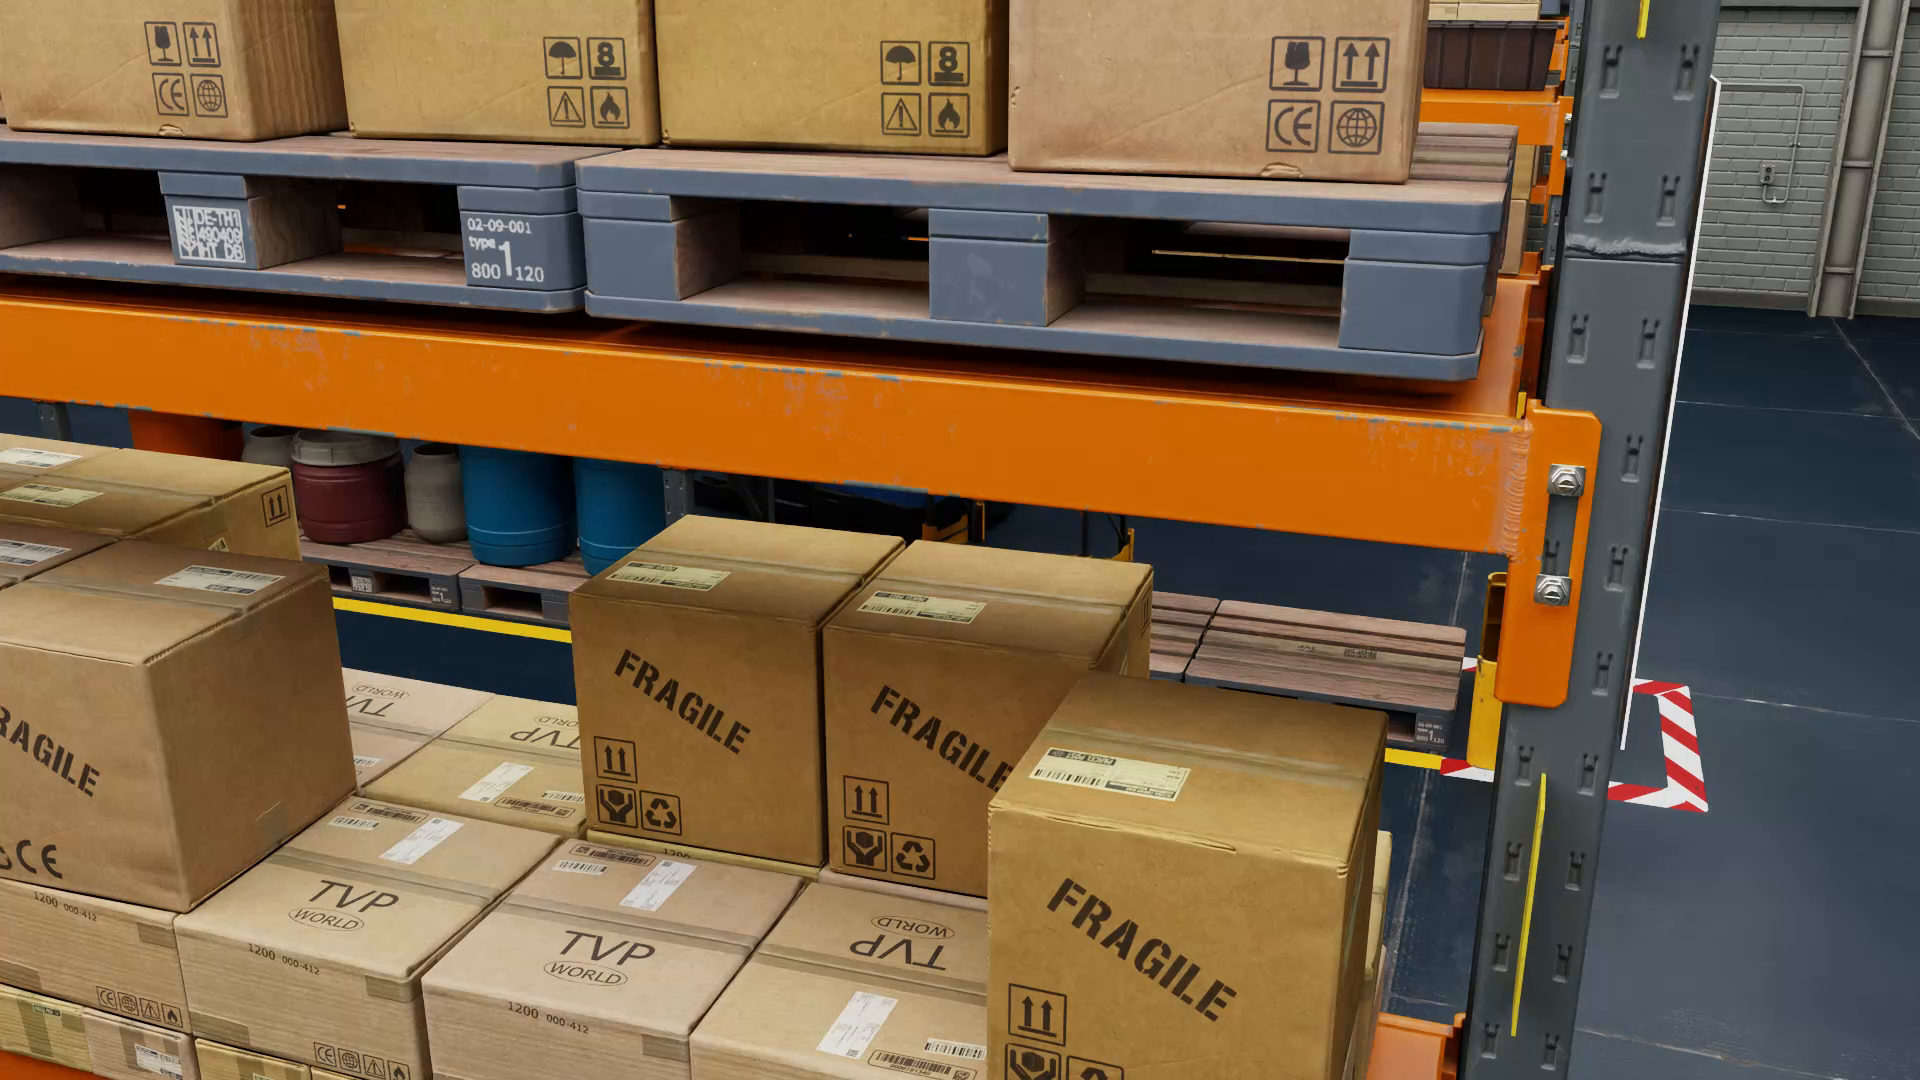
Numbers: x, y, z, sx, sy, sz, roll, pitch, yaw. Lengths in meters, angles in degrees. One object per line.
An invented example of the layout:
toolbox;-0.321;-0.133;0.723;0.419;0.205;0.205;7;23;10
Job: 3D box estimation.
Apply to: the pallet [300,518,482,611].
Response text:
pallet;-3.120;0.067;9.564;1.213;0.211;1.003;7;20;18

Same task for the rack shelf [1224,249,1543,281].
rack shelf;2.269;-2.007;12.368;4.000;0.370;1.077;7;20;18

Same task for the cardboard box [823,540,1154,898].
cardboard box;0.067;0.336;3.192;0.500;0.500;0.500;6;20;17

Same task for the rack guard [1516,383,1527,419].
rack guard;4.087;-0.958;12.065;0.348;0.500;1.175;7;20;18

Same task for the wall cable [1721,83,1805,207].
wall cable;7.301;-4.306;16.330;1.851;1.984;0.084;7;20;18

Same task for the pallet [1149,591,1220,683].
pallet;0.615;0.493;8.342;1.213;0.211;1.003;7;20;18

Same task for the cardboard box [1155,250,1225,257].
cardboard box;1.729;-2.361;12.139;0.500;0.500;0.500;6;20;18

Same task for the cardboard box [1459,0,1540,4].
cardboard box;3.590;-3.688;11.011;0.500;0.250;0.500;7;20;18

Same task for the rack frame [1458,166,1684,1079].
rack frame;0.904;0.950;2.795;0.127;3.000;1.000;7;20;18

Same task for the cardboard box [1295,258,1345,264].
cardboard box;2.686;-2.252;11.827;0.500;0.500;0.500;7;20;18

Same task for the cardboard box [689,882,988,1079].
cardboard box;-0.120;0.855;2.842;0.500;0.250;0.500;6;20;17

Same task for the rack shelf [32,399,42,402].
rack shelf;-6.917;-1.331;10.430;4.000;0.370;1.077;7;20;18

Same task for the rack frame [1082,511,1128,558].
rack frame;0.810;-0.457;9.108;0.032;1.500;0.500;12;22;30

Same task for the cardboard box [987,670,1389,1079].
cardboard box;0.358;0.555;2.564;0.500;0.500;0.500;7;20;19

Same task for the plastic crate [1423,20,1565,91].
plastic crate;2.257;-2.073;7.109;0.590;0.269;0.497;7;20;18

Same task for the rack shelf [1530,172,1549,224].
rack shelf;3.891;-3.547;16.788;4.000;0.370;1.077;7;20;18

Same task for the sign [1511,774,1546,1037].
sign;0.713;0.458;2.086;0.005;0.325;0.100;7;20;18

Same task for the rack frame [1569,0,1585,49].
rack frame;2.530;-3.423;6.226;0.127;3.000;1.000;7;20;18

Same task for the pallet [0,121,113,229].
pallet;-2.105;-0.765;3.293;1.213;0.211;1.003;7;20;18

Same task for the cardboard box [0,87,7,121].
cardboard box;-1.609;-1.066;3.079;0.500;0.500;0.700;8;21;21

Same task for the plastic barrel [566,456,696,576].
plastic barrel;-1.757;-0.294;8.913;0.708;0.901;0.600;7;20;18

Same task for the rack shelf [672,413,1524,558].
rack shelf;0.640;-0.467;7.951;4.000;0.370;1.077;7;20;18

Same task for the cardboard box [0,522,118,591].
cardboard box;-2.043;0.281;3.351;0.500;0.500;0.500;7;20;18

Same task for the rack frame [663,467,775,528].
rack frame;-1.249;-1.023;8.453;0.127;3.000;1.000;7;20;18

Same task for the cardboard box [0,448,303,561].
cardboard box;-1.880;0.116;3.824;0.500;0.500;0.500;7;20;19

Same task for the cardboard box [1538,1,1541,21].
cardboard box;3.757;-3.610;11.547;0.500;0.250;0.500;7;20;18

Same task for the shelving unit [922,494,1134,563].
shelving unit;0.388;-0.544;9.359;1.083;1.500;0.587;12;22;30

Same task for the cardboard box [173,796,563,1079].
cardboard box;-1.094;0.745;3.157;0.500;0.250;0.500;7;20;18

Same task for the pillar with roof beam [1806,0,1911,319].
pillar with roof beam;7.202;-5.142;11.157;0.400;9.000;9.100;7;20;18

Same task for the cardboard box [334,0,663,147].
cardboard box;-0.601;-0.938;2.712;0.500;0.500;0.700;5;20;14

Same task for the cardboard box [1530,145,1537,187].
cardboard box;3.826;-2.779;11.822;0.500;0.500;0.500;7;20;20

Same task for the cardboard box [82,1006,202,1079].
cardboard box;-1.480;0.911;3.286;0.250;0.149;0.380;7;20;19

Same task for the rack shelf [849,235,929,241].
rack shelf;-1.509;-2.439;13.608;4.000;0.370;1.077;7;20;18

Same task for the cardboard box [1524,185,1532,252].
cardboard box;3.826;-2.307;11.986;0.500;0.500;0.500;7;20;19

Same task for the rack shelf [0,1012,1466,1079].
rack shelf;-0.985;1.073;3.533;4.000;0.370;1.077;7;20;18

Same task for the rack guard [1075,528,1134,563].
rack guard;0.809;0.133;9.315;0.087;0.250;0.587;12;22;30

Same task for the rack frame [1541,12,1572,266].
rack frame;4.159;-2.130;11.630;0.127;3.000;1.000;7;20;18

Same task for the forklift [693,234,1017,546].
forklift;-1.117;-1.701;10.504;3.031;2.935;1.130;14;24;35

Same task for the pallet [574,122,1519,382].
pallet;0.200;-0.502;2.536;1.213;0.211;1.003;7;20;18

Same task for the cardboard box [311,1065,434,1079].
cardboard box;-0.984;0.967;3.127;0.250;0.149;0.380;7;20;19

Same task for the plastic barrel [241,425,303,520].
plastic barrel;-3.997;-0.397;9.801;0.421;0.512;0.421;0;19;0

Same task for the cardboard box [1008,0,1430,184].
cardboard box;0.395;-0.799;2.313;0.500;0.500;0.700;5;20;15

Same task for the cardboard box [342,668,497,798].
cardboard box;-1.399;0.524;3.791;0.500;0.250;0.500;7;20;19

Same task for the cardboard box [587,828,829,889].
cardboard box;-0.427;0.635;3.474;0.500;0.250;0.500;6;20;16

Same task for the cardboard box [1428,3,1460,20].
cardboard box;3.118;-3.507;11.250;0.500;0.250;0.500;7;20;18

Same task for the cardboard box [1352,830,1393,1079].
cardboard box;0.539;0.744;3.160;0.500;0.250;0.500;6;20;17

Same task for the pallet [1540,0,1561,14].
pallet;5.077;-5.122;15.791;1.213;0.211;1.003;7;20;18

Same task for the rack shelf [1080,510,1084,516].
rack shelf;0.380;-0.376;9.423;1.000;0.185;0.538;12;22;30

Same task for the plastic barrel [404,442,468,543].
plastic barrel;-2.930;-0.275;9.451;0.421;0.512;0.421;0;19;0
